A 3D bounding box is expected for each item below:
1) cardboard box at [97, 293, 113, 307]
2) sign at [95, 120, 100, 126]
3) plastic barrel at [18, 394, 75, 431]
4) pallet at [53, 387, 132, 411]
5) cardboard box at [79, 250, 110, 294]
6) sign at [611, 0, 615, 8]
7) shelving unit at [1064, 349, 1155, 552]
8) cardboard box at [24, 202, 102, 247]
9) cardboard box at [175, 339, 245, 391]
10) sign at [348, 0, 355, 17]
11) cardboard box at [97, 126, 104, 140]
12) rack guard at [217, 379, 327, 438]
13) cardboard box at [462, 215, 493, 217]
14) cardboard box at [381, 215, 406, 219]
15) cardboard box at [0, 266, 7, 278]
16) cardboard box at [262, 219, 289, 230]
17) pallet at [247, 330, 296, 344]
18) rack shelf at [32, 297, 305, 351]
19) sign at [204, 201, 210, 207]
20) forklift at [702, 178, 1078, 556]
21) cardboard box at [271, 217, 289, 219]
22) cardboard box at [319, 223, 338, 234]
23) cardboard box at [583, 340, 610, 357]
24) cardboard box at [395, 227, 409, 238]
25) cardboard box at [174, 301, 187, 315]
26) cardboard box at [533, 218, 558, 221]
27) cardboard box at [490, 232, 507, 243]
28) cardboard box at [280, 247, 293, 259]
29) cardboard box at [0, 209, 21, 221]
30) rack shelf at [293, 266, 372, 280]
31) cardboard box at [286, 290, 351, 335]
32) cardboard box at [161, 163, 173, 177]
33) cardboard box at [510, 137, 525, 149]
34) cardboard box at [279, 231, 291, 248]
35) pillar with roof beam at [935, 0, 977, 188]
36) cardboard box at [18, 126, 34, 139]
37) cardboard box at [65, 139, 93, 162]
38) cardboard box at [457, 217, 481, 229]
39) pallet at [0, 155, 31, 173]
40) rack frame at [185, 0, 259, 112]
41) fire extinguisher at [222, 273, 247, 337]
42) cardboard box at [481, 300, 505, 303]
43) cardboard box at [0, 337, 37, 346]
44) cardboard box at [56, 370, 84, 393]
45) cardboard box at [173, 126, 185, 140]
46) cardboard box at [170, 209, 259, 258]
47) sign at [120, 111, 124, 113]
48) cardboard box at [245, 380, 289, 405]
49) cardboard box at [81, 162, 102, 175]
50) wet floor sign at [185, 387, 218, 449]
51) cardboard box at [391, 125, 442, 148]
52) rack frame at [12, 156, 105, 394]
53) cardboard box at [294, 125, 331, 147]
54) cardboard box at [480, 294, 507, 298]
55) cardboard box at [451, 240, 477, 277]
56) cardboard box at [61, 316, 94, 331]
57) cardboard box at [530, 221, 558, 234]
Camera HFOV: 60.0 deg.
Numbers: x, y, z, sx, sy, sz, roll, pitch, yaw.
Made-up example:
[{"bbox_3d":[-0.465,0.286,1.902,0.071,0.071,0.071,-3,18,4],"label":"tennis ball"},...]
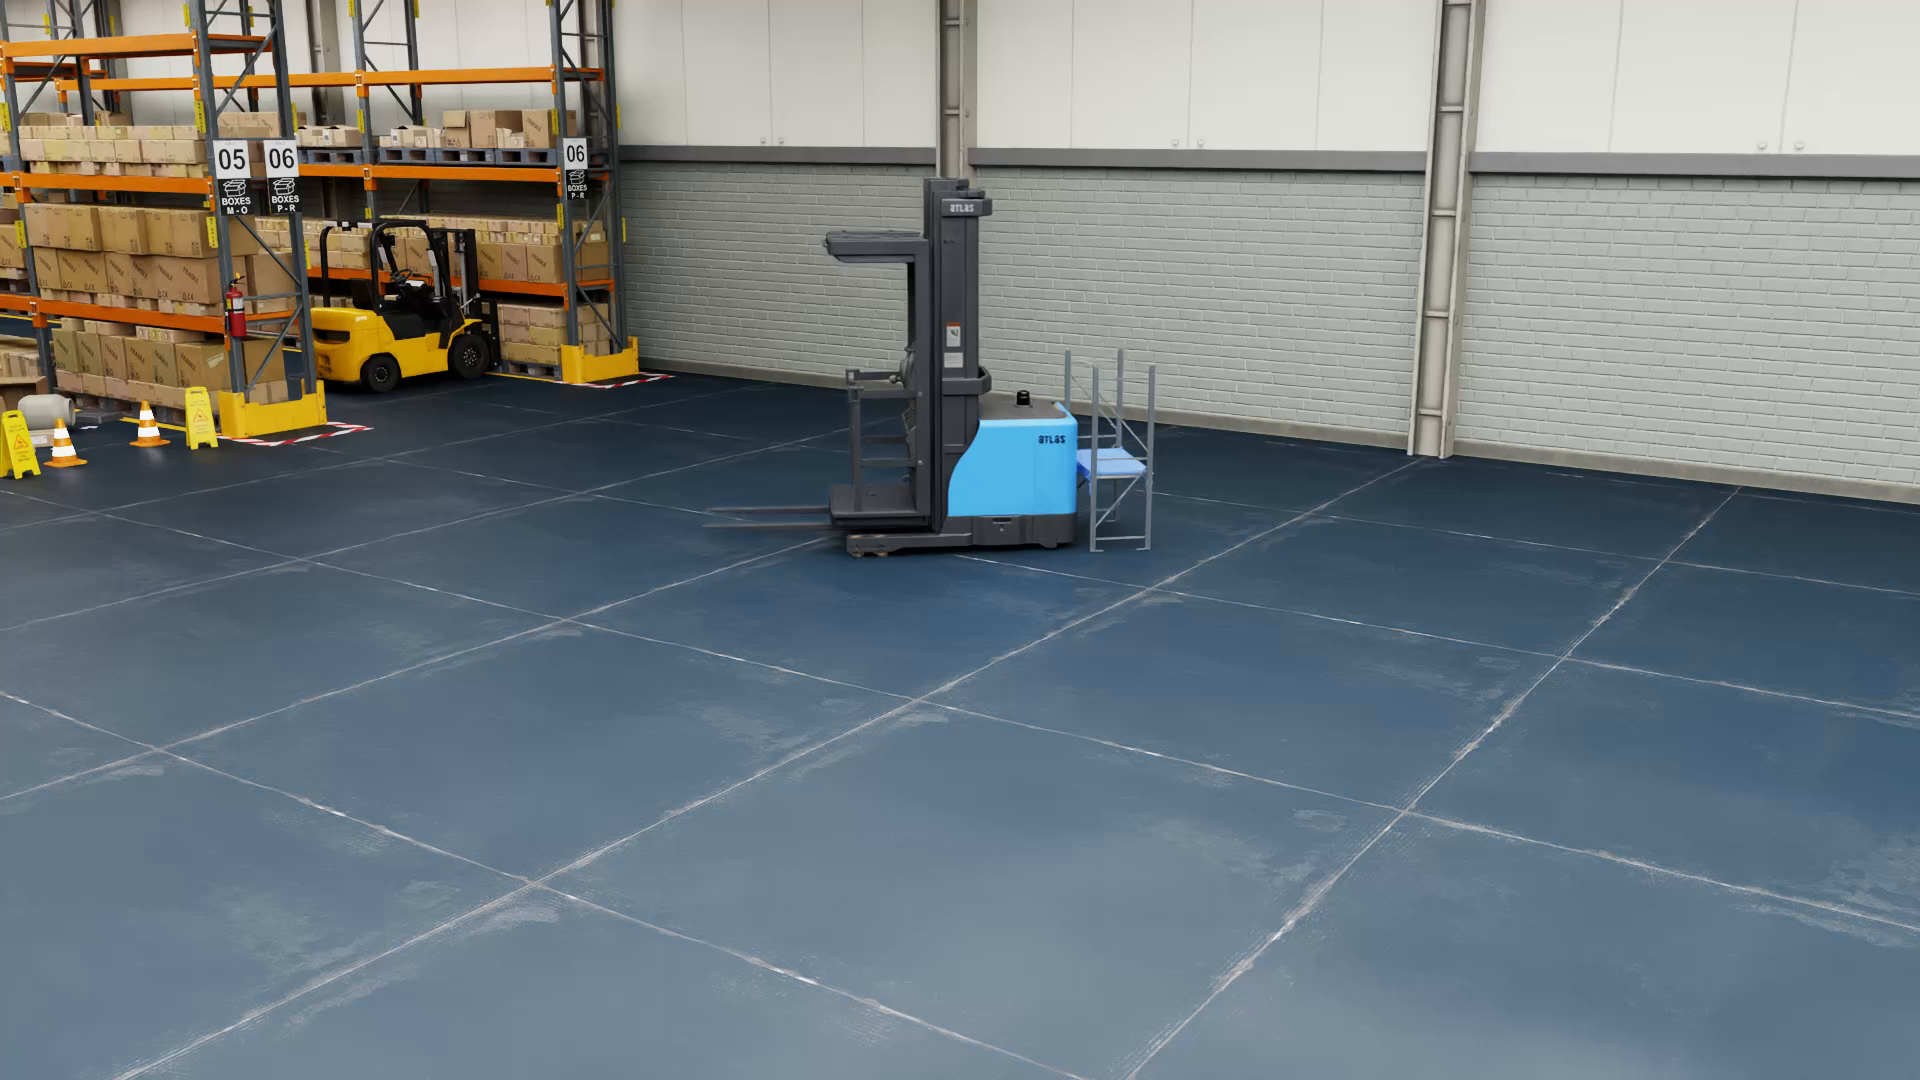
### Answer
[{"bbox_3d":[-9.893,-2.836,19.562,0.250,0.149,0.380,9,17,33],"label":"cardboard box"},{"bbox_3d":[-10.735,-5.054,20.680,0.005,0.325,0.100,9,17,33],"label":"sign"},{"bbox_3d":[-10.272,-1.426,18.703,0.512,0.421,0.421,-4,14,-16],"label":"plastic barrel"},{"bbox_3d":[-10.455,-1.801,20.661,1.213,0.211,1.003,9,17,33],"label":"pallet"},{"bbox_3d":[-9.983,-3.184,19.615,0.500,0.500,0.500,9,17,32],"label":"cardboard box"},{"bbox_3d":[-4.631,-7.244,22.086,0.005,0.325,0.100,9,17,33],"label":"sign"},{"bbox_3d":[1.218,-0.764,13.790,0.538,1.500,1.048,-2,14,-9],"label":"shelving unit"},{"bbox_3d":[-10.788,-3.814,20.080,0.500,0.500,0.700,9,17,32],"label":"cardboard box"},{"bbox_3d":[-8.523,-1.990,18.908,0.500,0.500,0.500,9,17,33],"label":"cardboard box"},{"bbox_3d":[-8.558,-7.522,23.375,0.005,0.325,0.100,9,17,33],"label":"sign"},{"bbox_3d":[-9.617,-4.660,19.026,0.250,0.149,0.380,10,17,34],"label":"cardboard box"},{"bbox_3d":[-7.776,-1.498,18.836,0.348,0.500,1.175,9,17,33],"label":"rack guard"},{"bbox_3d":[-6.972,-4.619,24.062,0.250,0.149,0.380,9,16,32],"label":"cardboard box"},{"bbox_3d":[-8.166,-4.634,24.124,0.250,0.149,0.380,10,17,34],"label":"cardboard box"},{"bbox_3d":[-11.822,-3.373,20.854,0.250,0.149,0.380,9,16,31],"label":"cardboard box"},{"bbox_3d":[-10.585,-4.901,25.823,0.250,0.149,0.380,9,17,33],"label":"cardboard box"},{"bbox_3d":[-10.923,-3.293,26.686,1.213,0.211,1.003,9,17,33],"label":"pallet"},{"bbox_3d":[-9.372,-2.621,19.664,4.000,0.370,1.077,9,17,33],"label":"rack shelf"},{"bbox_3d":[-11.879,-5.179,26.256,0.005,0.325,0.100,9,17,33],"label":"sign"},{"bbox_3d":[-0.592,-1.426,13.482,3.031,2.935,1.130,-1,14,-5],"label":"forklift"},{"bbox_3d":[-10.741,-5.065,26.484,0.250,0.149,0.380,9,17,33],"label":"cardboard box"},{"bbox_3d":[-9.362,-4.676,24.913,0.250,0.149,0.380,9,16,31],"label":"cardboard box"},{"bbox_3d":[-5.244,-2.666,23.198,0.500,0.250,0.500,9,17,33],"label":"cardboard box"},{"bbox_3d":[-7.931,-4.462,24.048,0.250,0.149,0.380,10,17,34],"label":"cardboard box"},{"bbox_3d":[-8.615,-2.638,18.759,0.250,0.149,0.380,9,16,32],"label":"cardboard box"},{"bbox_3d":[-5.727,-4.398,23.169,0.250,0.149,0.380,9,17,33],"label":"cardboard box"},{"bbox_3d":[-6.247,-4.183,22.921,0.250,0.149,0.380,9,16,31],"label":"cardboard box"},{"bbox_3d":[-10.077,-4.378,25.577,0.500,0.250,0.500,10,17,35],"label":"cardboard box"},{"bbox_3d":[-12.184,-4.208,21.530,0.250,0.149,0.380,10,17,36],"label":"cardboard box"},{"bbox_3d":[-9.924,-4.147,25.831,4.000,0.370,1.077,9,17,33],"label":"rack shelf"},{"bbox_3d":[-9.969,-3.553,26.002,0.625,0.625,0.875,8,16,31],"label":"cardboard box"},{"bbox_3d":[-8.591,-4.097,18.412,0.250,0.149,0.380,10,17,34],"label":"cardboard box"},{"bbox_3d":[-5.803,-5.329,22.306,0.250,0.149,0.380,9,16,31],"label":"cardboard box"},{"bbox_3d":[-10.075,-4.622,25.522,0.500,0.250,0.500,9,17,34],"label":"cardboard box"},{"bbox_3d":[-2.444,-5.214,16.159,0.400,9.000,9.100,9,17,33],"label":"pillar with roof beam"},{"bbox_3d":[-10.953,-4.852,19.802,0.250,0.149,0.380,9,16,32],"label":"cardboard box"},{"bbox_3d":[-9.978,-4.515,19.270,0.500,0.250,0.500,9,17,33],"label":"cardboard box"},{"bbox_3d":[-6.836,-4.447,23.369,0.250,0.149,0.380,9,17,33],"label":"cardboard box"},{"bbox_3d":[-11.485,-4.707,20.744,1.003,0.211,1.213,9,17,33],"label":"pallet"},{"bbox_3d":[-11.584,-7.677,26.107,0.127,3.000,1.000,9,17,33],"label":"rack frame"},{"bbox_3d":[-7.875,-2.557,18.070,0.183,0.674,0.296,9,17,33],"label":"fire extinguisher"},{"bbox_3d":[-6.769,-3.248,23.470,0.500,0.250,0.500,9,16,32],"label":"cardboard box"},{"bbox_3d":[-12.645,-2.425,21.971,0.625,0.372,0.950,10,17,35],"label":"cardboard box"},{"bbox_3d":[-10.693,-1.974,20.404,0.500,0.250,0.500,8,16,30],"label":"cardboard box"},{"bbox_3d":[-8.351,-4.451,18.184,0.250,0.149,0.380,10,17,34],"label":"cardboard box"},{"bbox_3d":[-8.259,-3.405,18.427,0.500,0.500,0.700,9,16,31],"label":"cardboard box"},{"bbox_3d":[-14.596,-7.310,28.974,0.005,0.325,0.100,9,17,33],"label":"sign"},{"bbox_3d":[-8.228,-1.734,19.434,0.500,0.250,0.500,9,17,32],"label":"cardboard box"},{"bbox_3d":[-9.889,-4.291,19.195,0.250,0.149,0.380,9,16,32],"label":"cardboard box"},{"bbox_3d":[-8.152,-1.320,17.812,0.267,0.644,0.232,-10,17,-35],"label":"wet floor sign"},{"bbox_3d":[-7.710,-5.733,23.602,0.500,0.311,0.500,10,17,34],"label":"cardboard box"},{"bbox_3d":[-11.032,-3.238,20.661,0.127,3.000,1.000,9,17,33],"label":"rack frame"},{"bbox_3d":[-9.638,-6.045,24.861,0.500,0.311,0.500,9,16,31],"label":"cardboard box"},{"bbox_3d":[-6.907,-3.420,24.163,0.500,0.250,0.500,9,17,33],"label":"cardboard box"},{"bbox_3d":[-6.775,-3.959,23.367,0.500,0.500,0.500,9,17,33],"label":"cardboard box"},{"bbox_3d":[-10.623,-2.624,20.120,0.250,0.149,0.380,9,17,34],"label":"cardboard box"},{"bbox_3d":[-5.583,-4.232,22.501,0.250,0.149,0.380,9,17,33],"label":"cardboard box"}]
